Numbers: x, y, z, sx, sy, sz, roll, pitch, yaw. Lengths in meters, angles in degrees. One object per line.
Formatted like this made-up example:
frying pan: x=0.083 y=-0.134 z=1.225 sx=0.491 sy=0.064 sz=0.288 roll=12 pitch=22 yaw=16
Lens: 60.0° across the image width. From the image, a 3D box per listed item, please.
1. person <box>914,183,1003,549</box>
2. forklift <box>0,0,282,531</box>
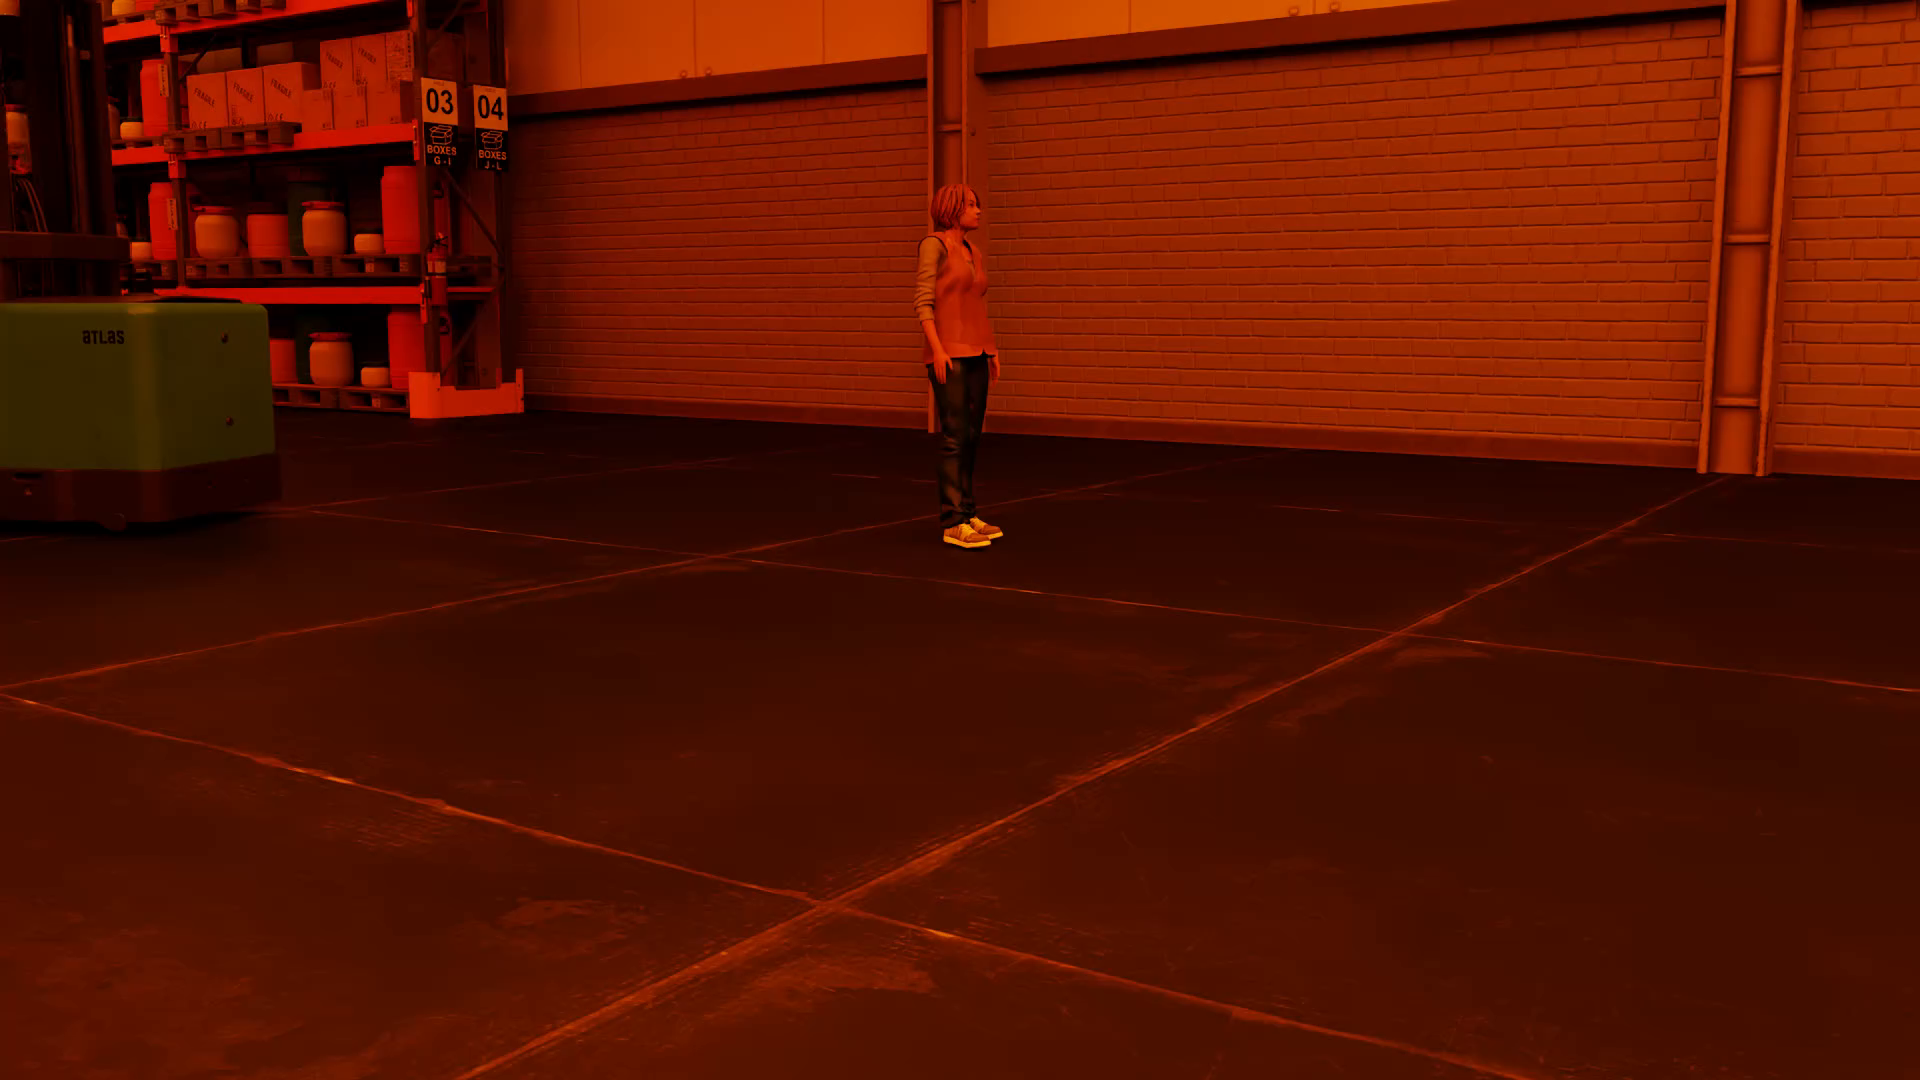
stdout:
person: x=0.053 y=-0.791 z=7.438 sx=0.476 sy=1.597 sz=0.520 roll=5 pitch=10 yaw=34
forklift: x=-5.068 y=-1.567 z=8.211 sx=3.031 sy=2.935 sz=1.130 roll=1 pitch=8 yaw=10
